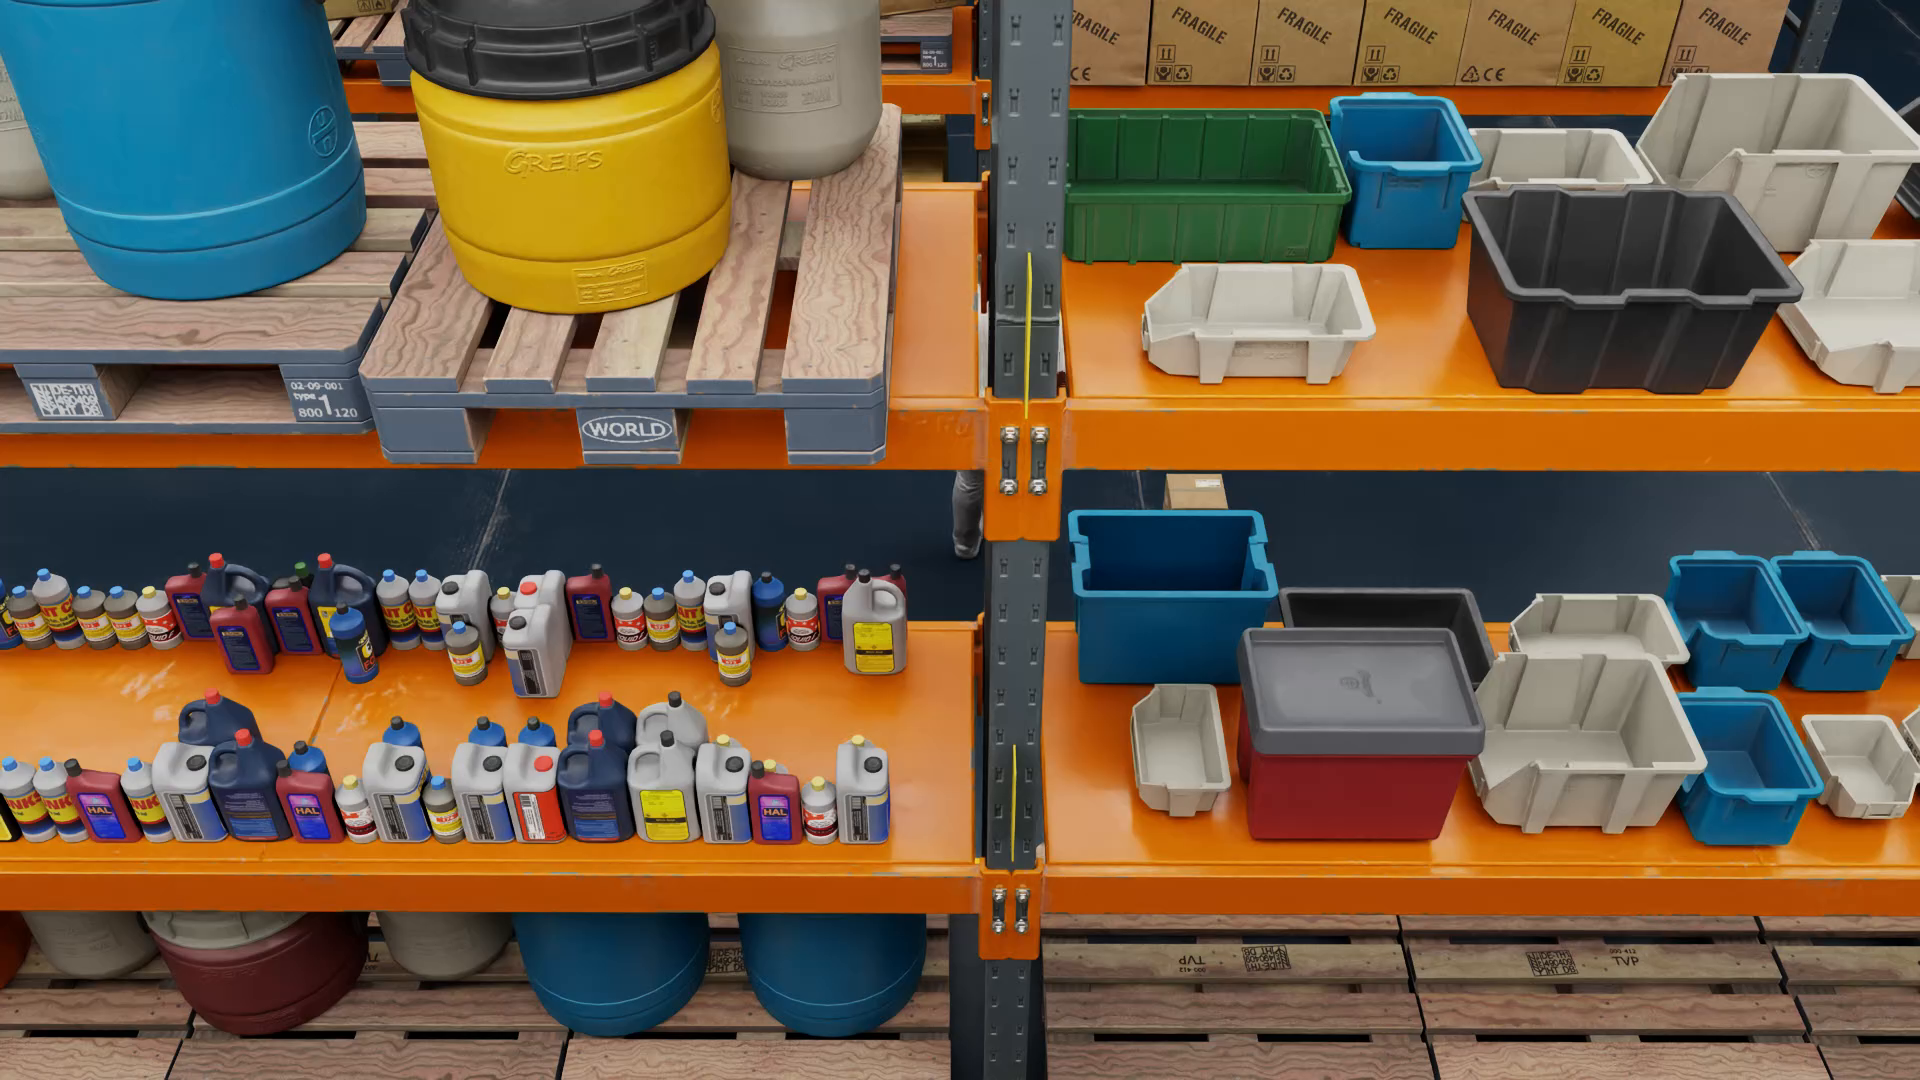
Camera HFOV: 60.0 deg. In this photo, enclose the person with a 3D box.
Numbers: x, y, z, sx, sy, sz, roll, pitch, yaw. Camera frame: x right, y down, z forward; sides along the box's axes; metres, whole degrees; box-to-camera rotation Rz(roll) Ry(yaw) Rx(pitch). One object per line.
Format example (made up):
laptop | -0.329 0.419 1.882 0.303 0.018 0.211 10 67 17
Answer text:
person | 0.156 -0.496 6.746 0.608 1.752 0.781 13 41 15
